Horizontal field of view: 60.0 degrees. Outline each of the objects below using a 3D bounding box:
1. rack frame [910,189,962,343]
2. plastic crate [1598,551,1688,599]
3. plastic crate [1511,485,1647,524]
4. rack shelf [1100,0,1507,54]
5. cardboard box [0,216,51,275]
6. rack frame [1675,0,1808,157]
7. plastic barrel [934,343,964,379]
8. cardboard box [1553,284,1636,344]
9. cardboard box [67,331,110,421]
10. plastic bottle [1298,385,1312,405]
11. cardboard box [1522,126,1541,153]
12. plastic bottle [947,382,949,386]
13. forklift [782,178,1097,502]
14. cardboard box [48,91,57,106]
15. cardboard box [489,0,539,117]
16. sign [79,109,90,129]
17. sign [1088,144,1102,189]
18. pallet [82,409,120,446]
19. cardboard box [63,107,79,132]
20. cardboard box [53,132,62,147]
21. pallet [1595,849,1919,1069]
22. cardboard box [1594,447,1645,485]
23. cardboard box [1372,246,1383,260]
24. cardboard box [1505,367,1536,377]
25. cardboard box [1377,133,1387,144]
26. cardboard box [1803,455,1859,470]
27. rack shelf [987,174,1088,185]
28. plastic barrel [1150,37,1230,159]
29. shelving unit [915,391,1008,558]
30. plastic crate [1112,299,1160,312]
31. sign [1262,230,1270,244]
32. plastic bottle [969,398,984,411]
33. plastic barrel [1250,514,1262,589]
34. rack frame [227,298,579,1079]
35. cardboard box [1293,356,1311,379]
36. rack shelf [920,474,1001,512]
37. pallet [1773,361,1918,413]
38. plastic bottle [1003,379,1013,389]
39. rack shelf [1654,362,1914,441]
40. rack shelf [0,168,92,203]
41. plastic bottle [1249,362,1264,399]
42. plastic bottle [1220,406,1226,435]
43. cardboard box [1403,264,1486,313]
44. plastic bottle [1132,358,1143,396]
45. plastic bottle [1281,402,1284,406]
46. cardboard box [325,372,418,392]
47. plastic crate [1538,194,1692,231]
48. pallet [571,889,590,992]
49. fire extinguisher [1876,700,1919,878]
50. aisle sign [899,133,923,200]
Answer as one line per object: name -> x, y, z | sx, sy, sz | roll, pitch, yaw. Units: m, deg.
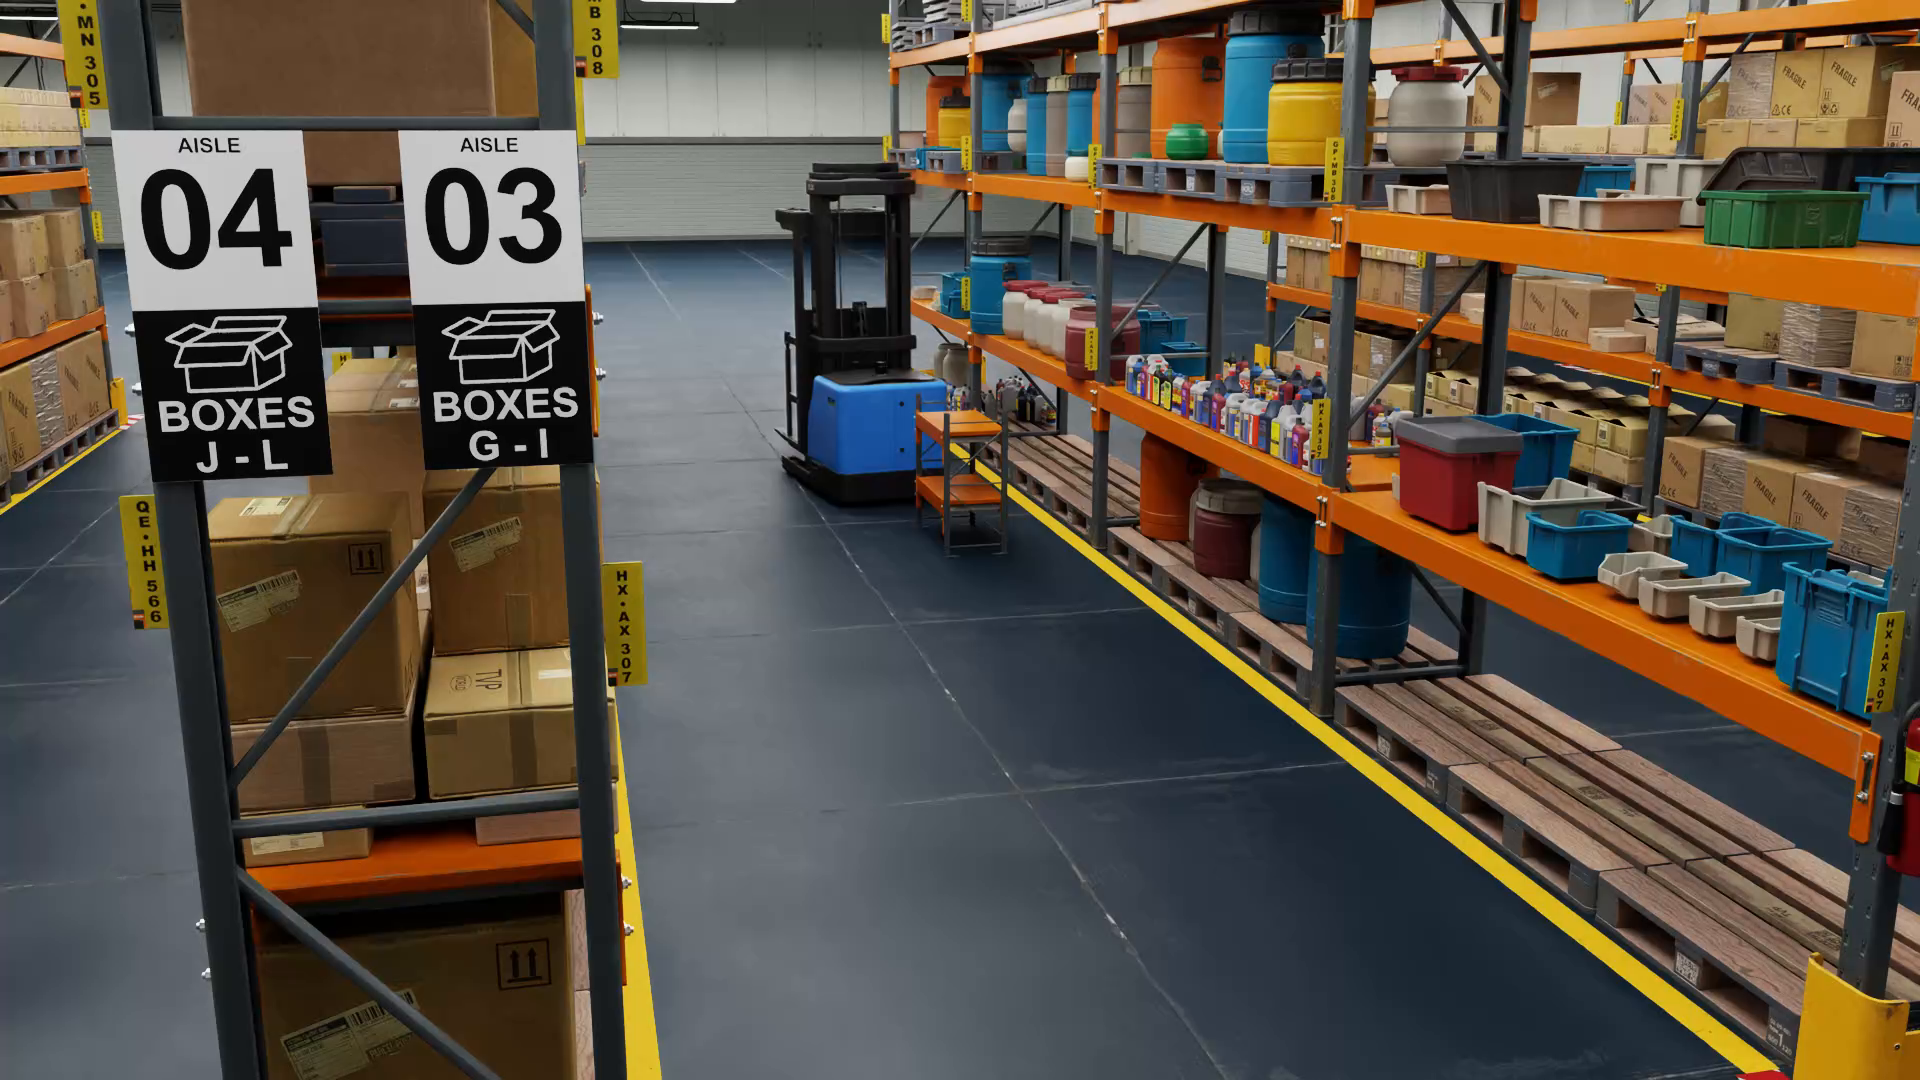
rack frame -> -0.340, -3.263, 20.463 | 0.949, 2.616, 0.053 | -3, 14, -13
plastic crate -> 2.822, 0.151, 6.918 | 0.298, 0.136, 0.250 | -3, 14, -13
plastic crate -> 3.005, -0.147, 8.163 | 0.437, 0.125, 0.590 | -3, 14, -13
rack shelf -> 7.218, -3.156, 9.744 | 10.861, 0.370, 7.844 | -3, 14, -13
cardboard box -> -9.478, -2.870, 16.264 | 0.875, 0.550, 0.500 | -3, 14, -13
rack frame -> 6.358, -4.607, 13.324 | 1.000, 3.000, 0.127 | -3, 14, -13
plastic barrel -> -0.108, -2.111, 20.105 | 0.421, 0.512, 0.421 | 0, 14, 0
cardboard box -> 5.948, -2.128, 15.605 | 0.500, 0.500, 0.500 | -4, 14, -16
cardboard box -> -9.773, -1.753, 17.875 | 0.875, 0.875, 0.875 | -3, 14, -13
plastic bottle -> 2.285, -0.893, 11.032 | 0.097, 0.271, 0.097 | 0, 14, 0
cardboard box -> 5.685, -3.935, 16.323 | 0.500, 0.250, 0.500 | -5, 15, -19
plastic bottle -> -0.134, -1.637, 18.629 | 0.097, 0.271, 0.097 | 0, 14, 0
forklift -> 1.492, -6.564, 34.307 | 19.219, 2.843, 37.197 | -5, 15, -20
cardboard box -> -9.408, -4.474, 16.852 | 0.380, 0.149, 0.250 | -3, 14, -12
cardboard box -> -1.583, -1.308, 4.834 | 0.700, 0.500, 0.500 | -4, 14, -15
sign -> -9.466, -4.610, 17.957 | 0.100, 0.325, 0.005 | -3, 14, -13
sign -> 1.009, -2.792, 12.434 | 0.100, 0.325, 0.005 | -3, 14, -13
pallet -> -9.733, -1.199, 17.891 | 1.003, 0.211, 1.213 | -3, 14, -13
cardboard box -> -9.610, -4.418, 17.464 | 0.500, 0.250, 0.500 | -3, 14, -12
cardboard box -> -9.411, -4.088, 16.954 | 0.380, 0.149, 0.250 | -3, 14, -13
pallet -> 3.265, 1.590, 6.474 | 1.003, 0.211, 1.213 | -3, 14, -13
cardboard box -> 5.997, -0.669, 14.754 | 0.500, 0.250, 0.500 | -3, 14, -12
cardboard box -> 4.909, -3.265, 18.894 | 0.380, 0.149, 0.250 | -3, 14, -13
cardboard box -> 5.792, -1.679, 17.706 | 0.500, 0.311, 0.500 | -3, 14, -13
cardboard box -> 4.869, -4.486, 18.497 | 0.380, 0.149, 0.250 | -3, 14, -13
cardboard box -> 6.927, -0.370, 12.962 | 0.500, 0.500, 0.500 | -4, 14, -15
rack shelf -> 1.072, -3.082, 14.504 | 0.919, 0.124, 3.809 | -3, 14, -13
plastic barrel -> 1.672, -3.156, 11.916 | 0.600, 0.830, 0.708 | -3, 14, -13
shelving unit -> -10.752, -3.793, 16.311 | 19.663, 6.000, 13.307 | -3, 14, -13
plastic crate -> 1.460, -1.839, 14.498 | 0.402, 0.464, 0.583 | -3, 14, -13
sign -> 3.938, -3.968, 21.357 | 0.100, 0.325, 0.005 | -3, 14, -13
plastic bottle -> 0.171, -1.400, 17.491 | 0.144, 0.351, 0.185 | -4, 14, -15
plastic barrel -> 2.158, 0.085, 11.118 | 0.421, 0.512, 0.421 | 0, 14, 0
rack frame -> -1.397, 0.704, 4.225 | 0.949, 2.616, 0.053 | -3, 14, -13
cardboard box -> 4.509, -2.156, 20.838 | 0.500, 0.250, 0.500 | -3, 14, -13
rack shelf -> 0.002, -0.379, 13.328 | 0.459, 0.093, 0.952 | -3, 14, -13
pallet -> 6.819, -1.151, 12.224 | 1.003, 0.211, 1.213 | -3, 14, -13
plastic bottle -> 0.553, -1.695, 18.856 | 0.152, 0.276, 0.135 | -3, 14, -13
rack shelf -> 6.827, -0.882, 12.233 | 1.077, 0.370, 4.000 | -3, 14, -13
rack shelf -> -9.527, -3.380, 16.138 | 1.077, 0.370, 4.000 | -3, 14, -13
plastic bottle -> 2.161, -1.160, 12.125 | 0.097, 0.271, 0.097 | 0, 14, 0
plastic bottle -> 1.730, -0.782, 10.725 | 0.097, 0.201, 0.097 | 0, 14, 0
cardboard box -> 5.308, -2.766, 18.219 | 0.700, 0.500, 0.500 | -4, 14, -15
plastic bottle -> 1.330, -1.209, 12.327 | 0.097, 0.271, 0.097 | 0, 14, 0
plastic bottle -> 1.987, -0.717, 10.314 | 0.097, 0.271, 0.097 | 0, 14, 0
cardboard box -> -2.361, -0.416, 6.919 | 0.500, 0.500, 0.500 | -3, 14, -13
plastic crate -> 2.694, -1.364, 6.925 | 0.437, 0.136, 0.530 | -3, 14, -13
pallet -> -1.941, 1.598, 6.444 | 1.003, 0.211, 1.213 | -3, 14, -13
fire extinguisher -> 3.014, 0.707, 5.163 | 0.296, 0.674, 0.183 | -3, 14, -13
aisle sign -> -0.639, -4.526, 20.156 | 0.394, 0.787, 0.004 | -3, 14, -13
